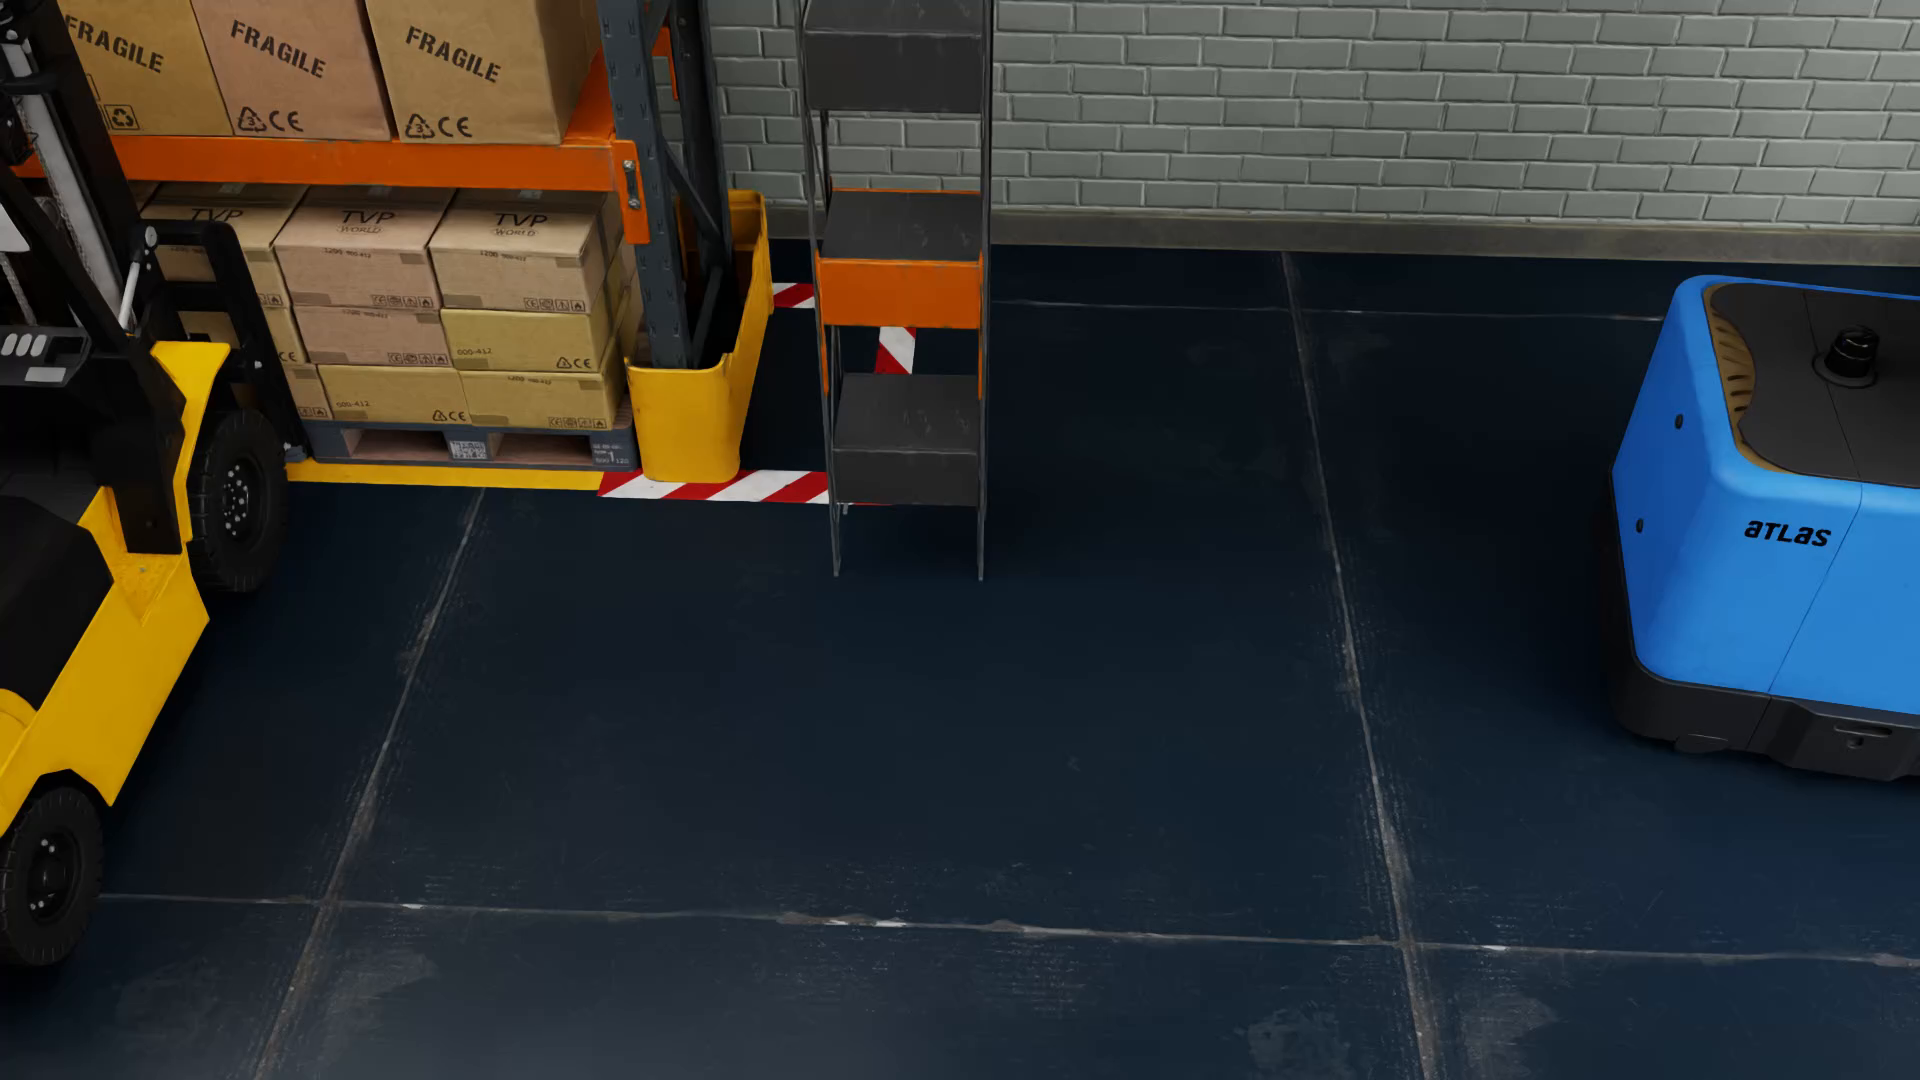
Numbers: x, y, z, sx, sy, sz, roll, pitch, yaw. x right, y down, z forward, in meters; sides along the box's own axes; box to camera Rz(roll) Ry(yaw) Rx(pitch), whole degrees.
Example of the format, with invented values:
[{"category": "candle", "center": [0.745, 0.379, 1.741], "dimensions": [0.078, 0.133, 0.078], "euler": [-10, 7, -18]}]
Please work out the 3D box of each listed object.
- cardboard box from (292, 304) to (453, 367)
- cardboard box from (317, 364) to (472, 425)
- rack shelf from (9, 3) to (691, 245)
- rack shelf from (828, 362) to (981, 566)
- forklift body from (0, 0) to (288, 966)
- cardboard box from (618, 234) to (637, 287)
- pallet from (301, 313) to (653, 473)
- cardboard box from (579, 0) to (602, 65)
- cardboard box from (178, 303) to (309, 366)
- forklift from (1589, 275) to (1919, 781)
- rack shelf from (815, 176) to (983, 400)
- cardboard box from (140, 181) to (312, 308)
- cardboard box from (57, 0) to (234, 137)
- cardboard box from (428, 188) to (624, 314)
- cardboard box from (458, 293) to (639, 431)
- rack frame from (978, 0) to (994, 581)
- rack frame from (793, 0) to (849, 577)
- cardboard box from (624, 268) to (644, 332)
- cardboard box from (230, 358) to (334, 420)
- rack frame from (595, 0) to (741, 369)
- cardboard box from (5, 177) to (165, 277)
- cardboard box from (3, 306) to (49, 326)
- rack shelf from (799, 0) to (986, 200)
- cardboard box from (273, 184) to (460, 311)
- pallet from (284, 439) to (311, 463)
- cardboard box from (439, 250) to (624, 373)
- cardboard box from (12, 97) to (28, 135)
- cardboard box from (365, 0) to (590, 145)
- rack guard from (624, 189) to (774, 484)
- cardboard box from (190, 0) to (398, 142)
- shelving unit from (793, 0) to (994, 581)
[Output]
[{"category": "cardboard box", "center": [-1.977, -0.858, 5.813], "dimensions": [0.500, 0.250, 0.500], "euler": [1, 43, 1]}, {"category": "cardboard box", "center": [-1.956, -0.671, 5.979], "dimensions": [0.500, 0.250, 0.500], "euler": [2, 43, 2]}, {"category": "rack shelf", "center": [-2.974, -1.501, 5.688], "dimensions": [4.000, 0.370, 1.077], "euler": [2, 43, 2]}, {"category": "rack shelf", "center": [-0.165, -0.251, 5.526], "dimensions": [0.480, 0.518, 0.431], "euler": [2, 43, 2]}, {"category": "forklift body", "center": [-2.953, -0.208, 4.395], "dimensions": [1.214, 2.155, 2.313], "euler": [2, 43, 2]}, {"category": "cardboard box", "center": [-1.437, -1.189, 6.168], "dimensions": [0.500, 0.250, 0.500], "euler": [2, 43, 3]}, {"category": "pallet", "center": [-1.742, -0.677, 6.322], "dimensions": [1.213, 0.211, 1.003], "euler": [2, 43, 2]}, {"category": "cardboard box", "center": [-1.459, -1.944, 5.562], "dimensions": [0.500, 0.500, 0.500], "euler": [3, 43, 3]}, {"category": "cardboard box", "center": [-2.494, -0.860, 5.814], "dimensions": [0.500, 0.250, 0.500], "euler": [1, 43, 1]}, {"category": "forklift", "center": [3.560, -0.587, 4.230], "dimensions": [3.031, 2.935, 1.130], "euler": [8, 44, 8]}, {"category": "rack shelf", "center": [-0.165, -0.763, 5.049], "dimensions": [0.480, 0.518, 0.431], "euler": [2, 43, 2]}, {"category": "cardboard box", "center": [-2.465, -1.038, 5.640], "dimensions": [0.500, 0.250, 0.500], "euler": [2, 43, 2]}, {"category": "cardboard box", "center": [-2.510, -1.613, 5.208], "dimensions": [0.500, 0.500, 0.500], "euler": [1, 43, 1]}, {"category": "cardboard box", "center": [-1.451, -1.018, 5.618], "dimensions": [0.500, 0.250, 0.500], "euler": [3, 43, 3]}, {"category": "cardboard box", "center": [-1.460, -0.650, 5.956], "dimensions": [0.500, 0.250, 0.500], "euler": [2, 43, 2]}, {"category": "rack frame", "center": [0.079, -0.766, 5.032], "dimensions": [0.015, 2.100, 0.400], "euler": [2, 43, 2]}, {"category": "rack frame", "center": [-0.409, -0.781, 5.048], "dimensions": [0.015, 2.100, 0.400], "euler": [2, 43, 2]}, {"category": "cardboard box", "center": [-1.458, -0.998, 6.330], "dimensions": [0.500, 0.250, 0.500], "euler": [2, 43, 2]}, {"category": "cardboard box", "center": [-2.456, -0.693, 6.002], "dimensions": [0.500, 0.250, 0.500], "euler": [2, 43, 2]}, {"category": "rack frame", "center": [-0.976, -1.703, 5.377], "dimensions": [0.127, 3.000, 1.000], "euler": [2, 43, 2]}, {"category": "cardboard box", "center": [-2.971, -1.059, 5.662], "dimensions": [0.500, 0.250, 0.500], "euler": [1, 43, 1]}, {"category": "cardboard box", "center": [-2.994, -0.877, 5.834], "dimensions": [0.500, 0.250, 0.500], "euler": [2, 43, 2]}, {"category": "rack shelf", "center": [-0.165, -1.276, 4.572], "dimensions": [0.480, 0.518, 0.431], "euler": [2, 43, 2]}, {"category": "cardboard box", "center": [-1.961, -1.030, 5.630], "dimensions": [0.500, 0.250, 0.500], "euler": [2, 43, 3]}, {"category": "pallet", "center": [-2.958, -0.717, 6.364], "dimensions": [1.213, 0.211, 1.003], "euler": [2, 43, 2]}, {"category": "cardboard box", "center": [-1.477, -0.835, 5.788], "dimensions": [0.500, 0.250, 0.500], "euler": [1, 43, 1]}, {"category": "cardboard box", "center": [-3.012, -1.621, 5.216], "dimensions": [0.500, 0.500, 0.500], "euler": [2, 43, 2]}, {"category": "cardboard box", "center": [-1.480, -1.576, 5.167], "dimensions": [0.500, 0.500, 0.500], "euler": [1, 43, 1]}, {"category": "rack guard", "center": [-0.952, -0.787, 6.228], "dimensions": [0.348, 0.500, 1.175], "euler": [2, 43, 2]}, {"category": "cardboard box", "center": [-1.998, -1.598, 5.191], "dimensions": [0.500, 0.500, 0.500], "euler": [3, 43, 3]}, {"category": "shelving unit", "center": [-0.165, -0.773, 5.040], "dimensions": [0.503, 2.100, 0.431], "euler": [2, 43, 2]}]
